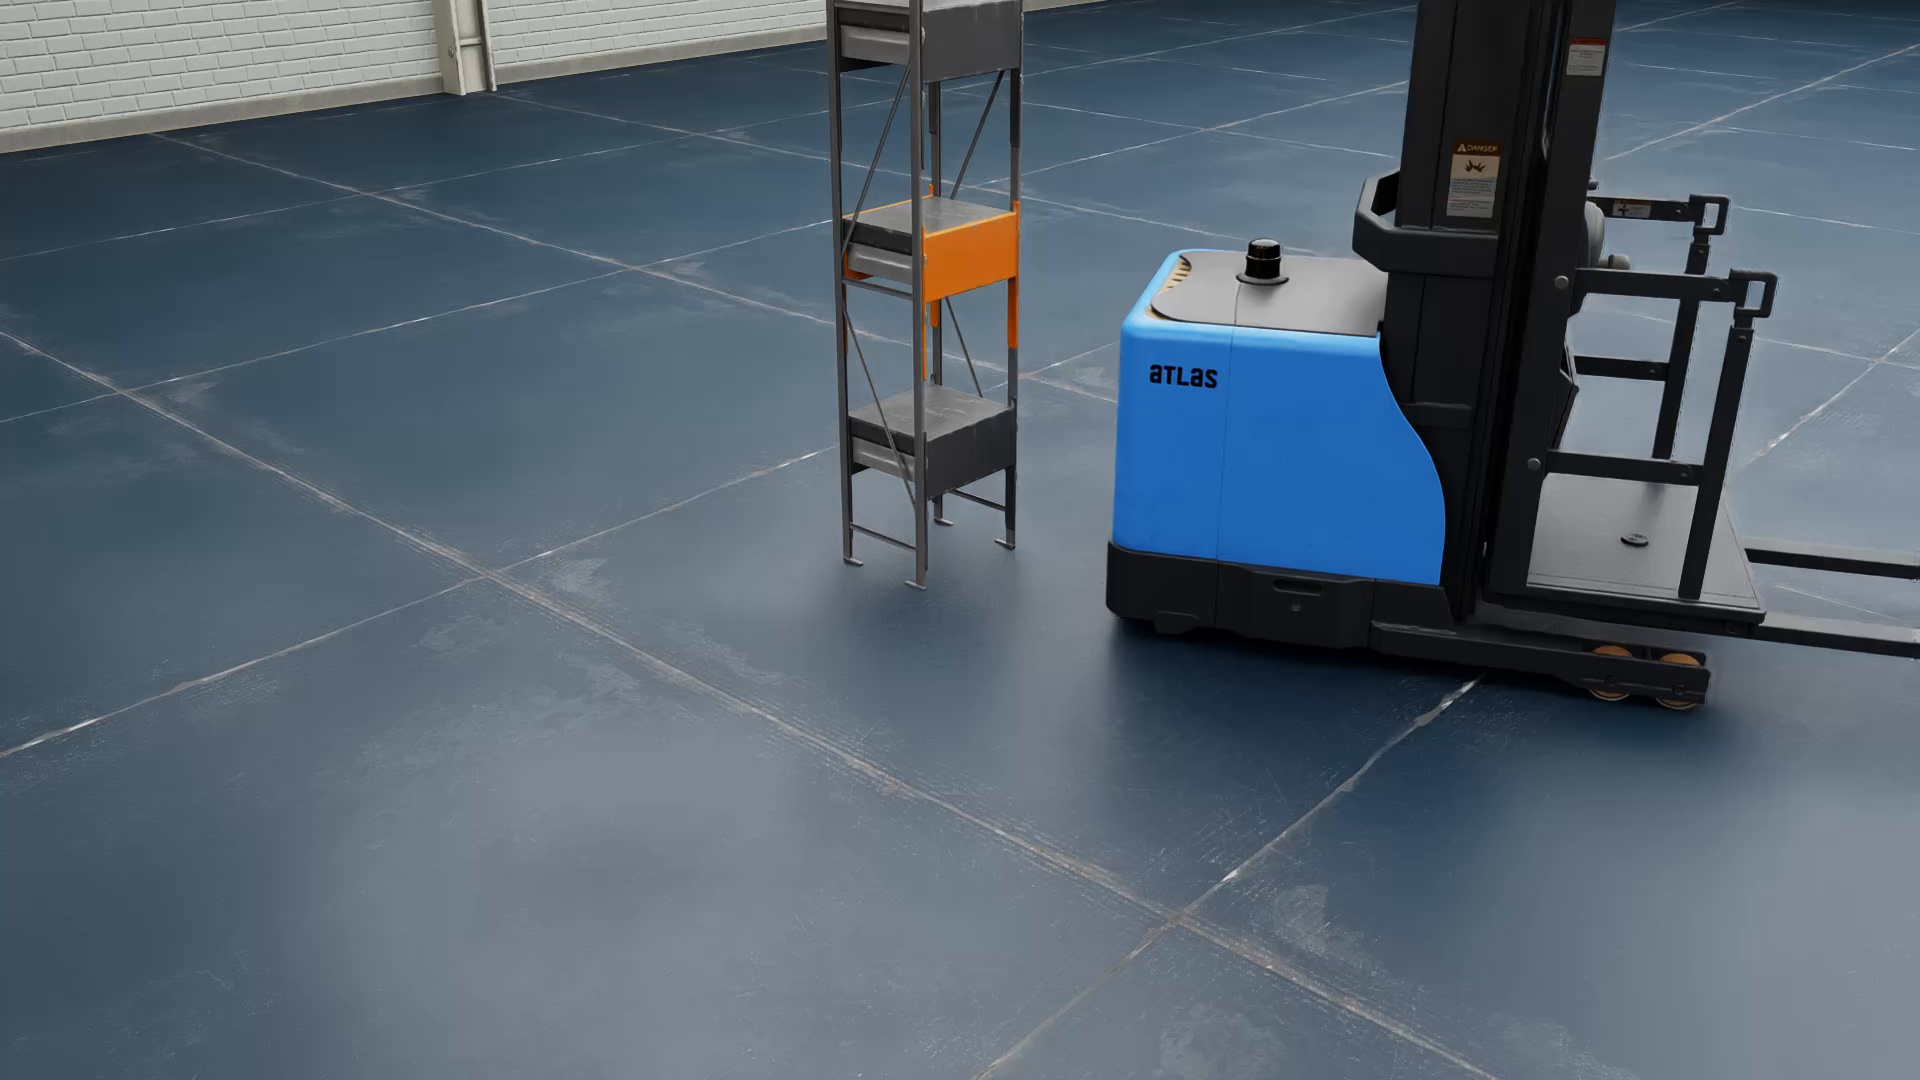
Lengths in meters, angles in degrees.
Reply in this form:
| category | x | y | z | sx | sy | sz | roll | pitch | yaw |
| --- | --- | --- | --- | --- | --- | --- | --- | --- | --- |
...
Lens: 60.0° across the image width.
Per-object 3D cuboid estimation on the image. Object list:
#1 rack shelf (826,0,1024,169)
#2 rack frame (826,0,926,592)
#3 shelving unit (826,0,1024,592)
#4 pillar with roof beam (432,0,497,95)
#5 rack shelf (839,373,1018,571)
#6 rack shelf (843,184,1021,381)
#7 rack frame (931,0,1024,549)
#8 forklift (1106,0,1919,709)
| category | x | y | z | sx | sy | sz | roll | pitch | yaw |
| --- | --- | --- | --- | --- | --- | --- | --- | --- | --- |
| rack shelf | -0.110 | -1.534 | 5.427 | 0.431 | 0.518 | 0.480 | 20 | 31 | 38 |
| rack frame | -0.273 | -0.833 | 5.542 | 0.400 | 2.100 | 0.015 | 20 | 31 | 38 |
| shelving unit | -0.110 | -0.908 | 5.708 | 0.431 | 2.100 | 0.503 | 20 | 31 | 38 |
| pillar with roof beam | -1.425 | -7.175 | 11.254 | 9.100 | 9.000 | 0.400 | 20 | 31 | 38 |
| rack shelf | -0.110 | -0.256 | 6.000 | 0.431 | 0.518 | 0.480 | 20 | 31 | 38 |
| rack shelf | -0.110 | -0.895 | 5.714 | 0.431 | 0.518 | 0.480 | 20 | 31 | 38 |
| rack frame | 0.052 | -0.982 | 5.874 | 0.400 | 2.100 | 0.015 | 20 | 31 | 38 |
| forklift | 2.065 | -1.061 | 5.035 | 3.031 | 2.935 | 1.130 | 7 | 25 | 14 |
